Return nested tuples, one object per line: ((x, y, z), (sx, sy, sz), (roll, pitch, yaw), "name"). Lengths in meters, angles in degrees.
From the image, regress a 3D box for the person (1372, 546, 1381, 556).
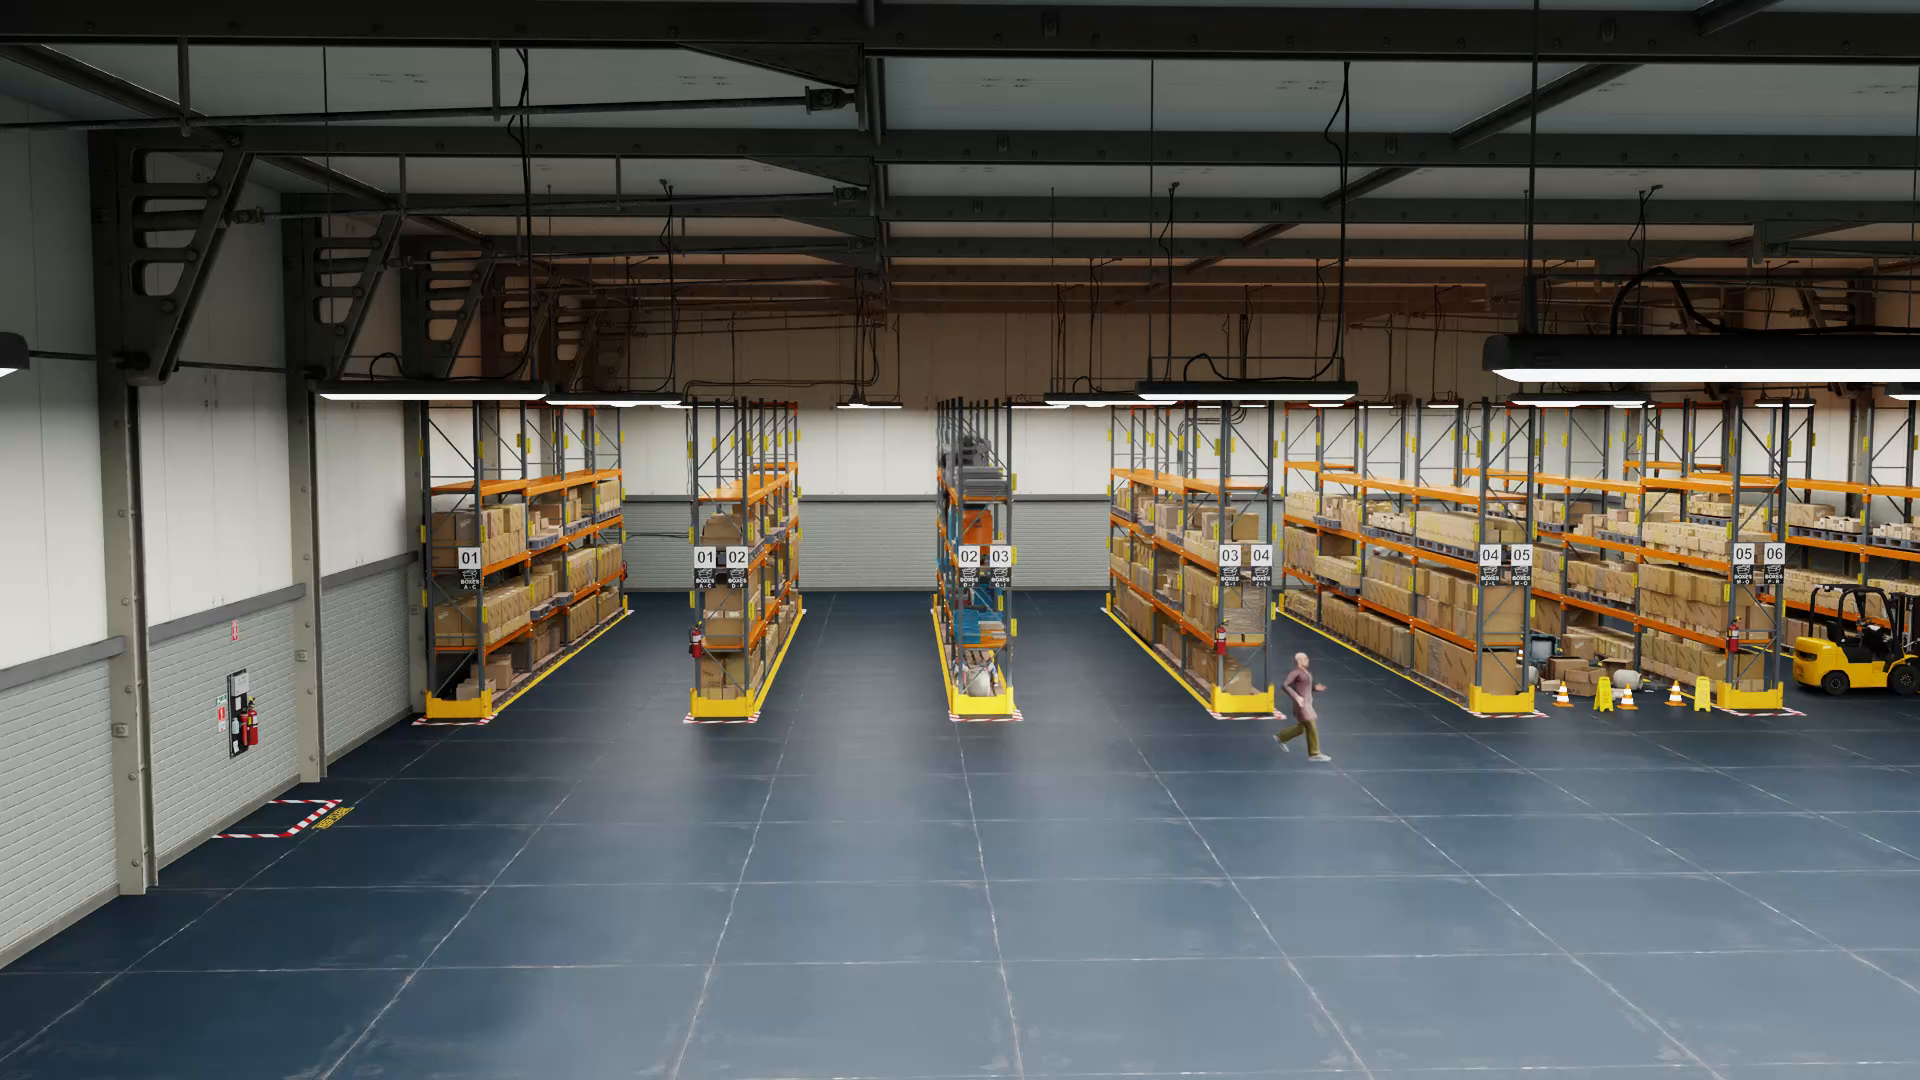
((12.433, 1.064, 49.204), (0.669, 1.755, 0.693), (0, 4, 6), "person")

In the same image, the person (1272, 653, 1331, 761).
((5.605, 2.722, 27.290), (1.021, 1.754, 0.715), (2, 5, 28), "person")

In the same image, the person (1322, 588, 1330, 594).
((10.648, 1.171, 48.707), (0.622, 1.622, 0.575), (-3, 6, -38), "person")

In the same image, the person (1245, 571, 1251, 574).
((8.024, 1.301, 46.072), (0.665, 1.775, 0.864), (0, 4, -2), "person")
